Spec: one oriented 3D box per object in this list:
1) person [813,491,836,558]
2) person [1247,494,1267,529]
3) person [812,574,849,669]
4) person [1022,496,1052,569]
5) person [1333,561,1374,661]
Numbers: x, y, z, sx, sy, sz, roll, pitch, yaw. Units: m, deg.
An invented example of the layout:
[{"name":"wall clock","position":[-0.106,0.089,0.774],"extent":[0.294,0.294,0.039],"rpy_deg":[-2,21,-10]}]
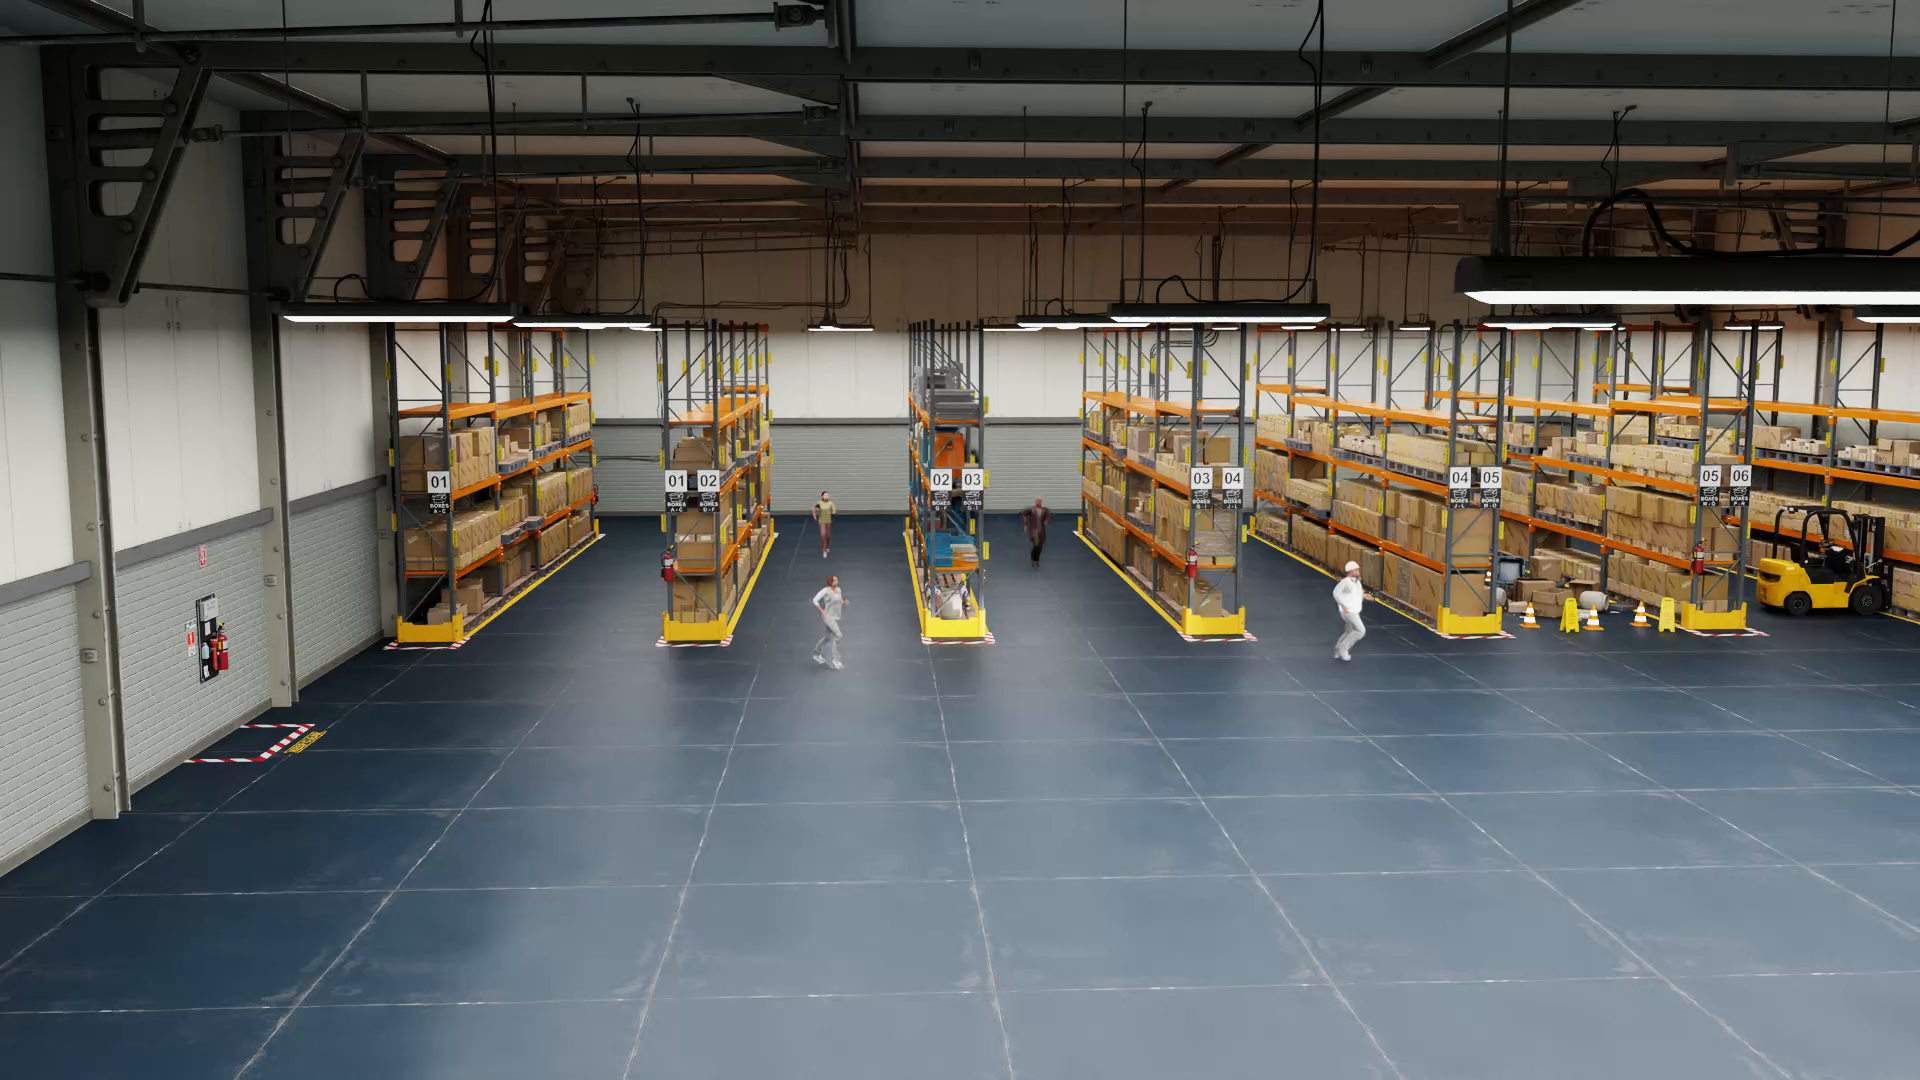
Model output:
[{"name":"person","position":[-3.488,-0.431,43.077],"extent":[0.583,1.669,0.950],"rpy_deg":[-2,7,-14]},{"name":"person","position":[8.912,-1.148,49.119],"extent":[0.891,1.681,0.647],"rpy_deg":[-1,7,-6]},{"name":"person","position":[-2.232,1.400,28.725],"extent":[0.721,1.650,0.509],"rpy_deg":[4,8,28]},{"name":"person","position":[1.907,-0.185,40.791],"extent":[0.670,1.787,0.852],"rpy_deg":[-2,7,-15]},{"name":"person","position":[6.916,1.248,29.236],"extent":[0.660,1.752,0.636],"rpy_deg":[4,8,31]}]
